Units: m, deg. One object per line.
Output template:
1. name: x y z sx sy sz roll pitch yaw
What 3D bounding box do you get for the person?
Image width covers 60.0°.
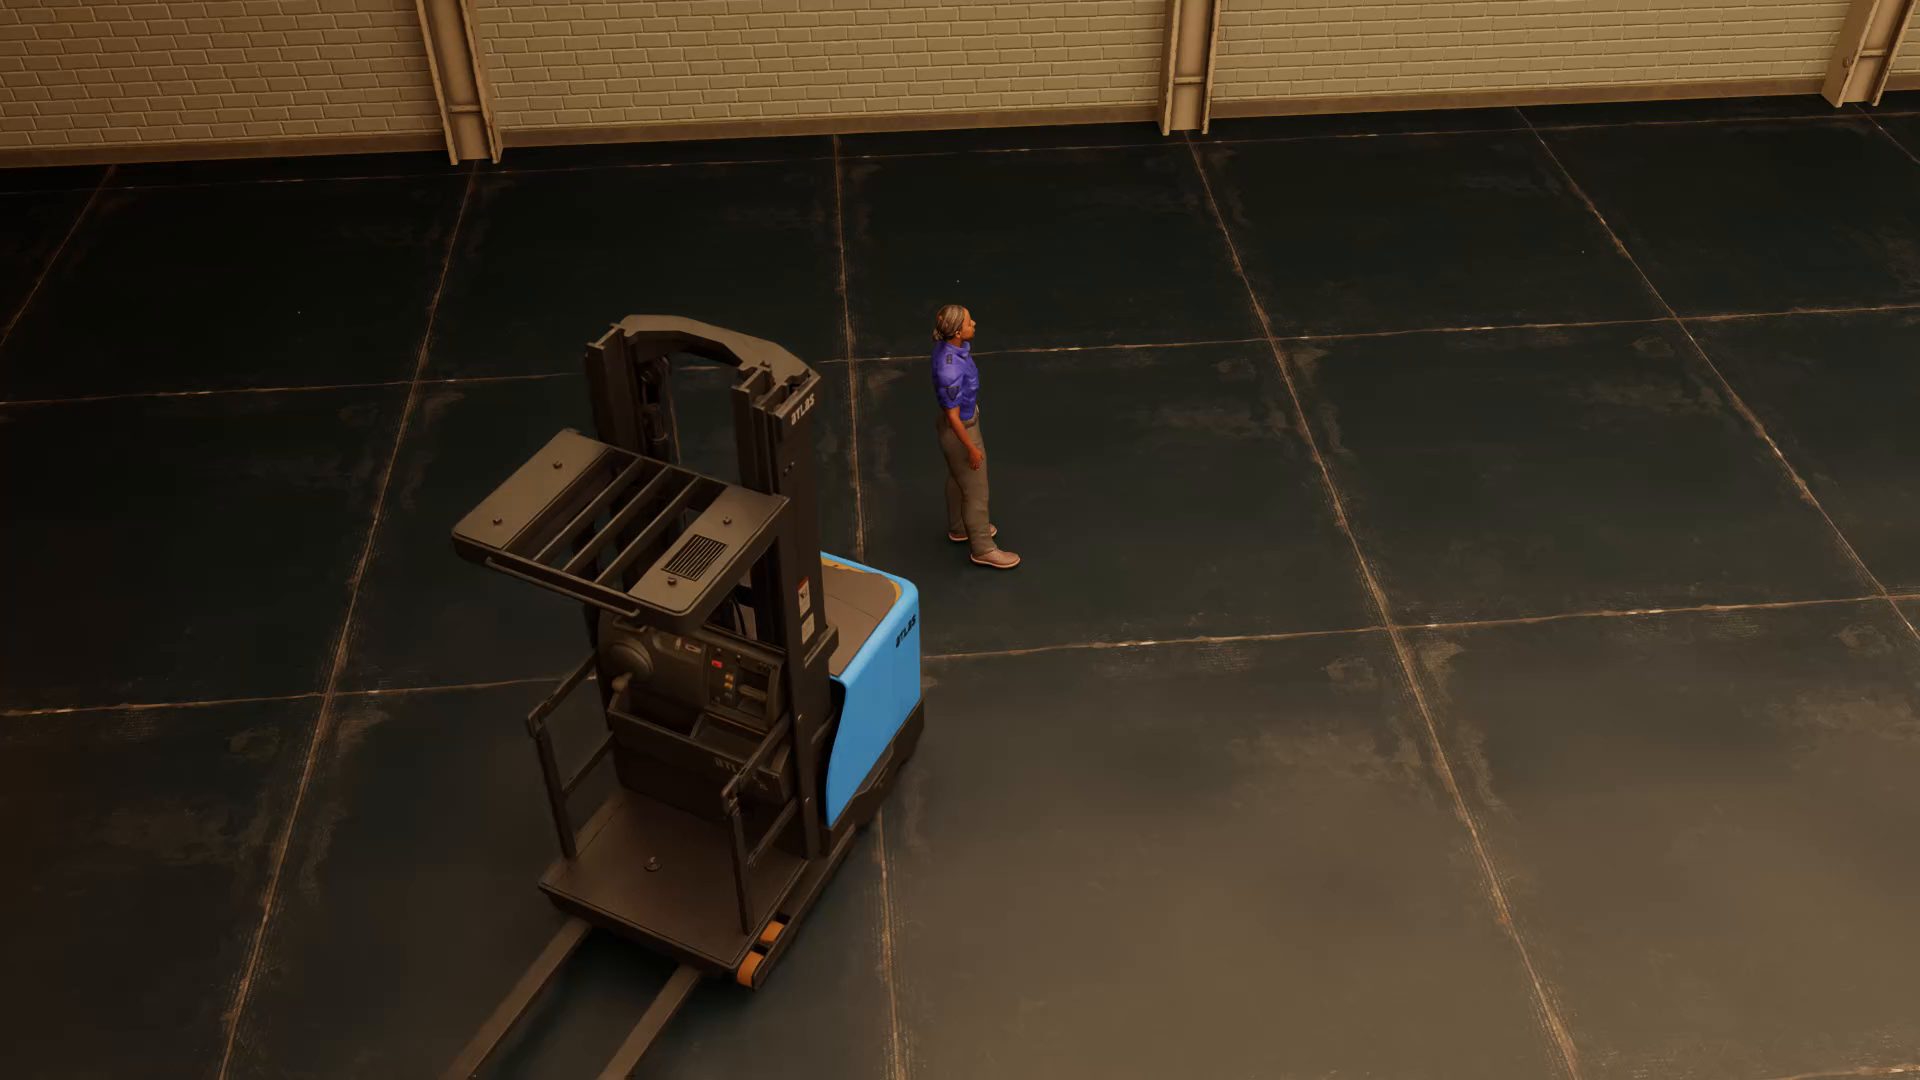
1. person: 0.089 -0.627 9.641 0.503 1.656 0.569 -3 41 -4

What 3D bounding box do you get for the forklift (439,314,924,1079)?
1. forklift: -1.289 0.640 7.189 1.130 2.935 3.031 18 44 19
